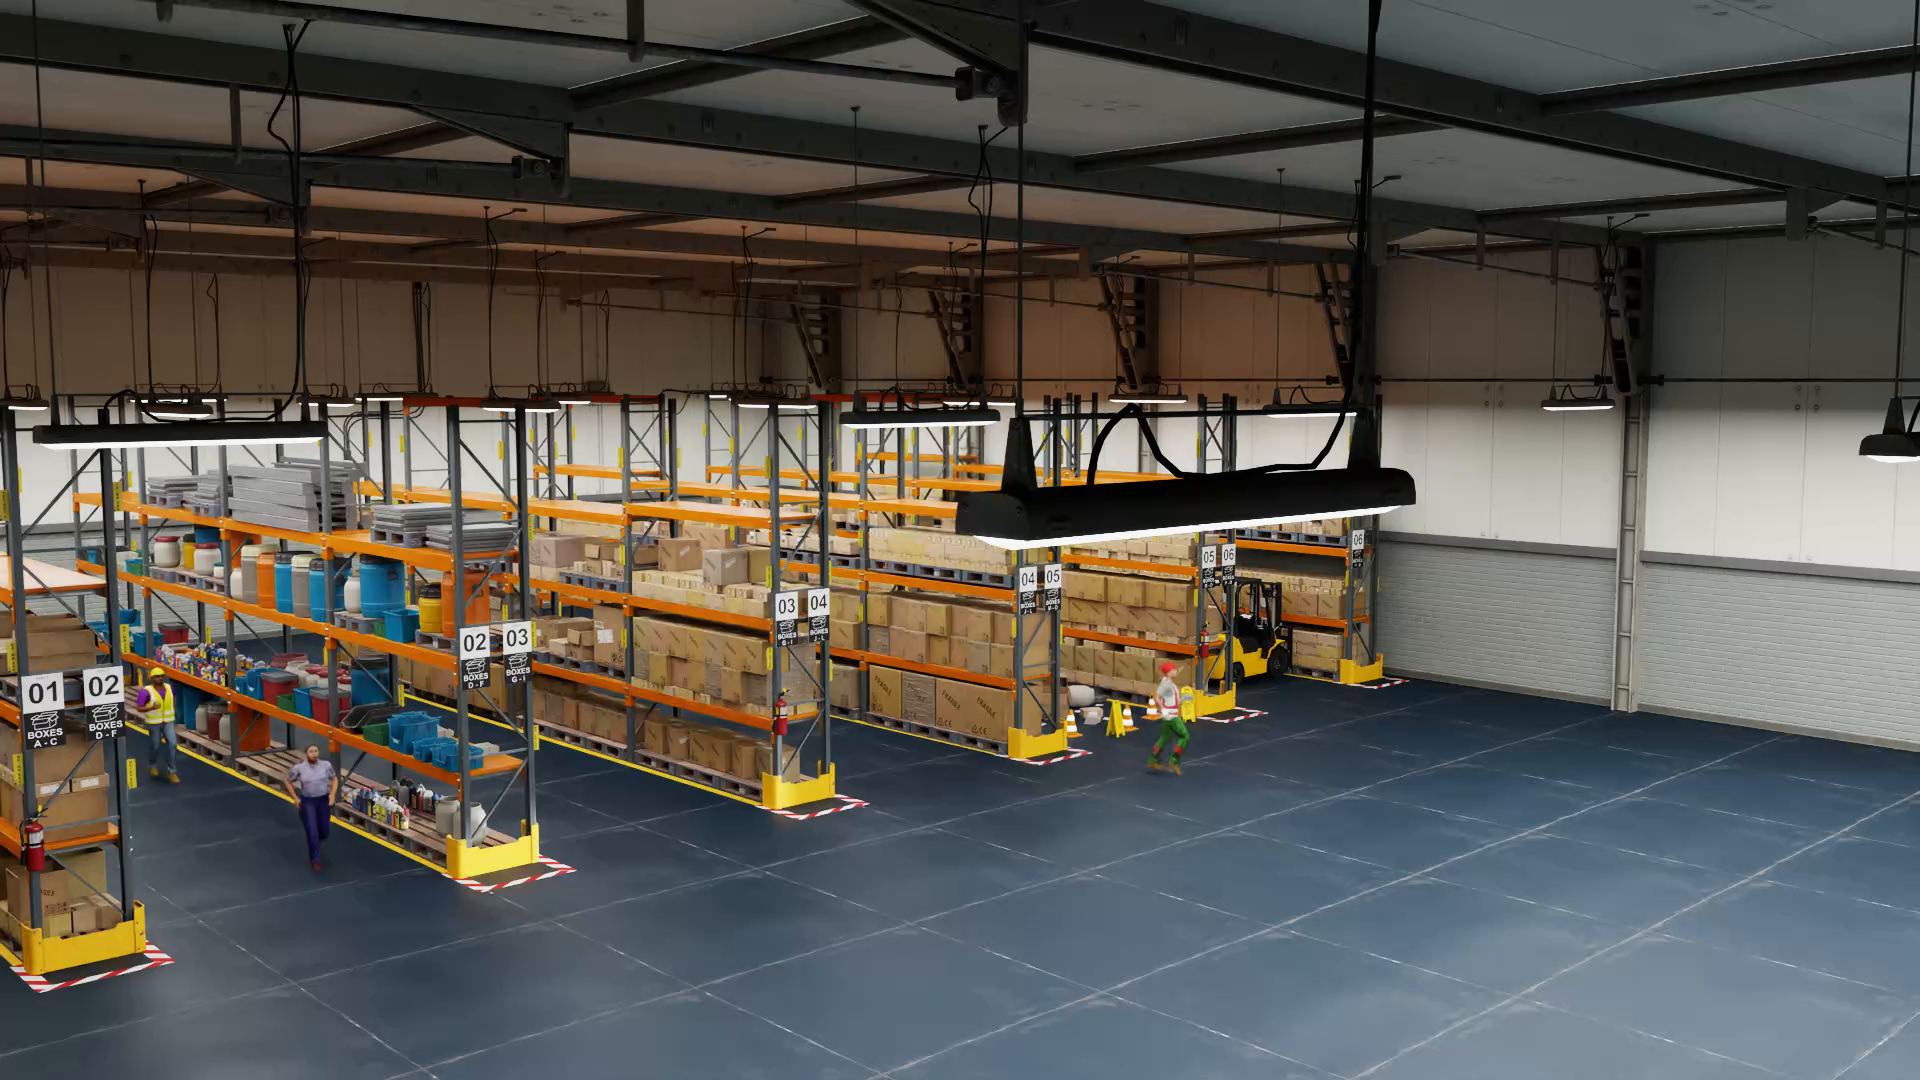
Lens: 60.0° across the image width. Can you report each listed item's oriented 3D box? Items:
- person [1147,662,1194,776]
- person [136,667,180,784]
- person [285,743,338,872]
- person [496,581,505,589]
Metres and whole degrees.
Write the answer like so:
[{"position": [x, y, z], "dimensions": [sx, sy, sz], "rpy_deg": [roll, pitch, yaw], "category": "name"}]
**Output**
[{"position": [3.382, 2.865, 26.682], "dimensions": [0.747, 1.827, 0.646], "rpy_deg": [0, 6, 0], "category": "person"}, {"position": [-12.592, 2.903, 26.179], "dimensions": [0.682, 1.808, 0.807], "rpy_deg": [-5, 8, -44], "category": "person"}, {"position": [-8.428, 3.451, 21.660], "dimensions": [0.634, 1.615, 0.732], "rpy_deg": [-4, 7, -35], "category": "person"}, {"position": [-10.498, 1.766, 38.037], "dimensions": [0.675, 1.847, 0.731], "rpy_deg": [-2, 6, -21], "category": "person"}]
